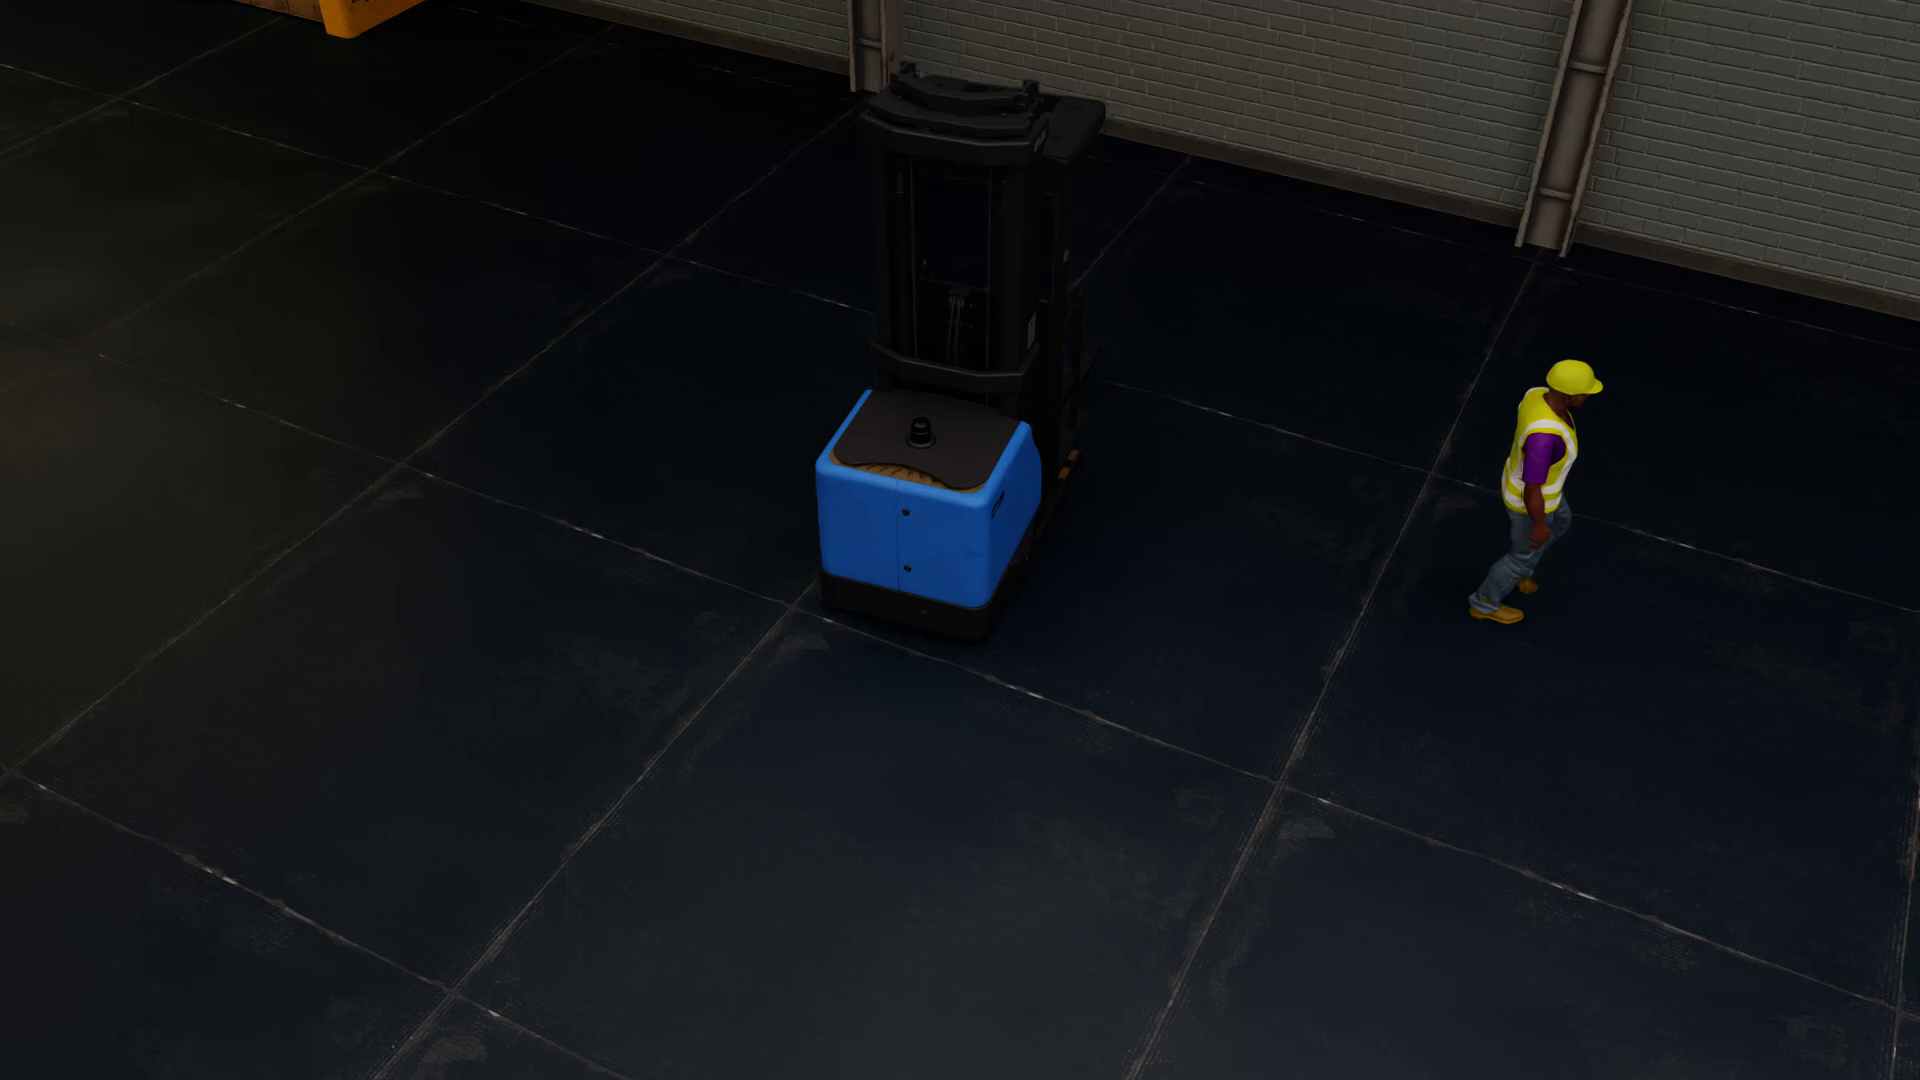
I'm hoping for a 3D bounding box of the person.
[{"bbox_3d":[3.223,-0.245,9.231,0.496,1.786,0.677,8,41,9],"label":"person"}]

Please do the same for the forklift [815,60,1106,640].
[{"bbox_3d":[0.160,-1.506,9.775,1.130,2.935,3.031,13,42,15],"label":"forklift"}]
